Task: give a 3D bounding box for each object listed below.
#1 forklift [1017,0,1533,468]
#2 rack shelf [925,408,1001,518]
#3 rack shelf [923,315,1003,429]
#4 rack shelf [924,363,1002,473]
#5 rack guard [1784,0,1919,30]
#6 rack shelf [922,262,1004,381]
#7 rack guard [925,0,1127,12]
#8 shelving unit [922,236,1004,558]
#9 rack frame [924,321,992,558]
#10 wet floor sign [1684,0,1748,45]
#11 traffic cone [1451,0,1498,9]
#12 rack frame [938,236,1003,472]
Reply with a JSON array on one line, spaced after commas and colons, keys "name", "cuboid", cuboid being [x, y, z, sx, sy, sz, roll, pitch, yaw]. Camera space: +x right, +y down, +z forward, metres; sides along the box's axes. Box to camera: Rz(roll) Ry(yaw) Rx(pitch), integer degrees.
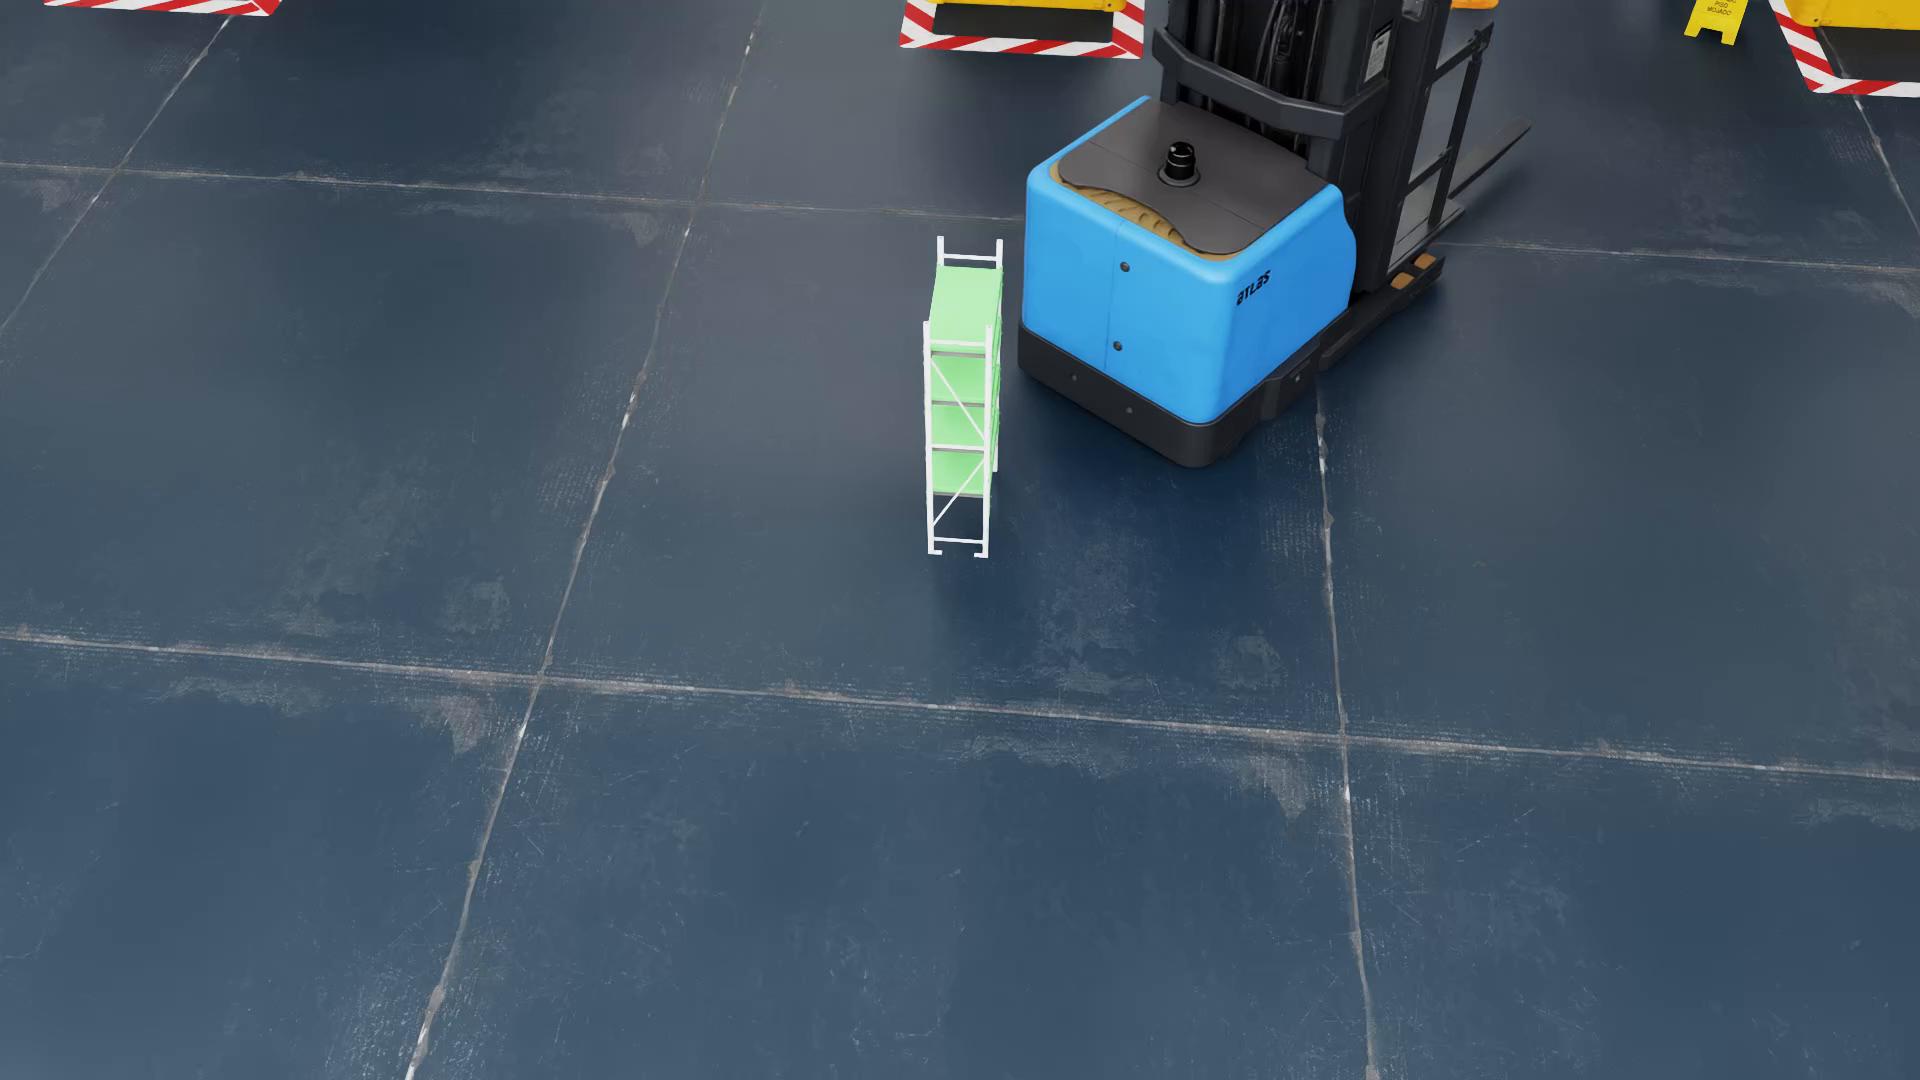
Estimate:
[{"name": "forklift", "cuboid": [1.619, -2.294, 6.862, 1.130, 2.935, 3.031, 34, 56, 27]}, {"name": "rack shelf", "cuboid": [0.015, -0.321, 6.643, 0.258, 0.148, 0.480, 4, 48, 4]}, {"name": "rack shelf", "cuboid": [0.015, -0.645, 6.289, 0.258, 0.148, 0.480, 4, 48, 4]}, {"name": "rack shelf", "cuboid": [0.015, -0.483, 6.466, 0.258, 0.148, 0.480, 4, 48, 4]}, {"name": "rack guard", "cuboid": [5.328, -3.167, 9.308, 1.175, 0.500, 0.348, 4, 48, 4]}, {"name": "rack shelf", "cuboid": [0.015, -0.807, 6.111, 0.258, 0.148, 0.480, 4, 48, 4]}, {"name": "rack guard", "cuboid": [0.381, -3.352, 9.477, 1.175, 0.500, 0.348, 4, 48, 4]}, {"name": "shelving unit", "cuboid": [0.015, -0.527, 6.419, 0.258, 1.200, 0.503, 4, 48, 4]}, {"name": "rack frame", "cuboid": [-0.007, -0.347, 6.255, 0.240, 1.200, 0.015, 4, 48, 4]}, {"name": "wet floor sign", "cuboid": [4.239, -3.093, 9.141, 0.267, 0.644, 0.232, 19, 50, 17]}, {"name": "traffic cone", "cuboid": [2.940, -3.326, 9.479, 0.336, 0.463, 0.334, 4, 48, 4]}, {"name": "rack frame", "cuboid": [0.037, -0.706, 6.583, 0.240, 1.200, 0.015, 4, 48, 4]}]
